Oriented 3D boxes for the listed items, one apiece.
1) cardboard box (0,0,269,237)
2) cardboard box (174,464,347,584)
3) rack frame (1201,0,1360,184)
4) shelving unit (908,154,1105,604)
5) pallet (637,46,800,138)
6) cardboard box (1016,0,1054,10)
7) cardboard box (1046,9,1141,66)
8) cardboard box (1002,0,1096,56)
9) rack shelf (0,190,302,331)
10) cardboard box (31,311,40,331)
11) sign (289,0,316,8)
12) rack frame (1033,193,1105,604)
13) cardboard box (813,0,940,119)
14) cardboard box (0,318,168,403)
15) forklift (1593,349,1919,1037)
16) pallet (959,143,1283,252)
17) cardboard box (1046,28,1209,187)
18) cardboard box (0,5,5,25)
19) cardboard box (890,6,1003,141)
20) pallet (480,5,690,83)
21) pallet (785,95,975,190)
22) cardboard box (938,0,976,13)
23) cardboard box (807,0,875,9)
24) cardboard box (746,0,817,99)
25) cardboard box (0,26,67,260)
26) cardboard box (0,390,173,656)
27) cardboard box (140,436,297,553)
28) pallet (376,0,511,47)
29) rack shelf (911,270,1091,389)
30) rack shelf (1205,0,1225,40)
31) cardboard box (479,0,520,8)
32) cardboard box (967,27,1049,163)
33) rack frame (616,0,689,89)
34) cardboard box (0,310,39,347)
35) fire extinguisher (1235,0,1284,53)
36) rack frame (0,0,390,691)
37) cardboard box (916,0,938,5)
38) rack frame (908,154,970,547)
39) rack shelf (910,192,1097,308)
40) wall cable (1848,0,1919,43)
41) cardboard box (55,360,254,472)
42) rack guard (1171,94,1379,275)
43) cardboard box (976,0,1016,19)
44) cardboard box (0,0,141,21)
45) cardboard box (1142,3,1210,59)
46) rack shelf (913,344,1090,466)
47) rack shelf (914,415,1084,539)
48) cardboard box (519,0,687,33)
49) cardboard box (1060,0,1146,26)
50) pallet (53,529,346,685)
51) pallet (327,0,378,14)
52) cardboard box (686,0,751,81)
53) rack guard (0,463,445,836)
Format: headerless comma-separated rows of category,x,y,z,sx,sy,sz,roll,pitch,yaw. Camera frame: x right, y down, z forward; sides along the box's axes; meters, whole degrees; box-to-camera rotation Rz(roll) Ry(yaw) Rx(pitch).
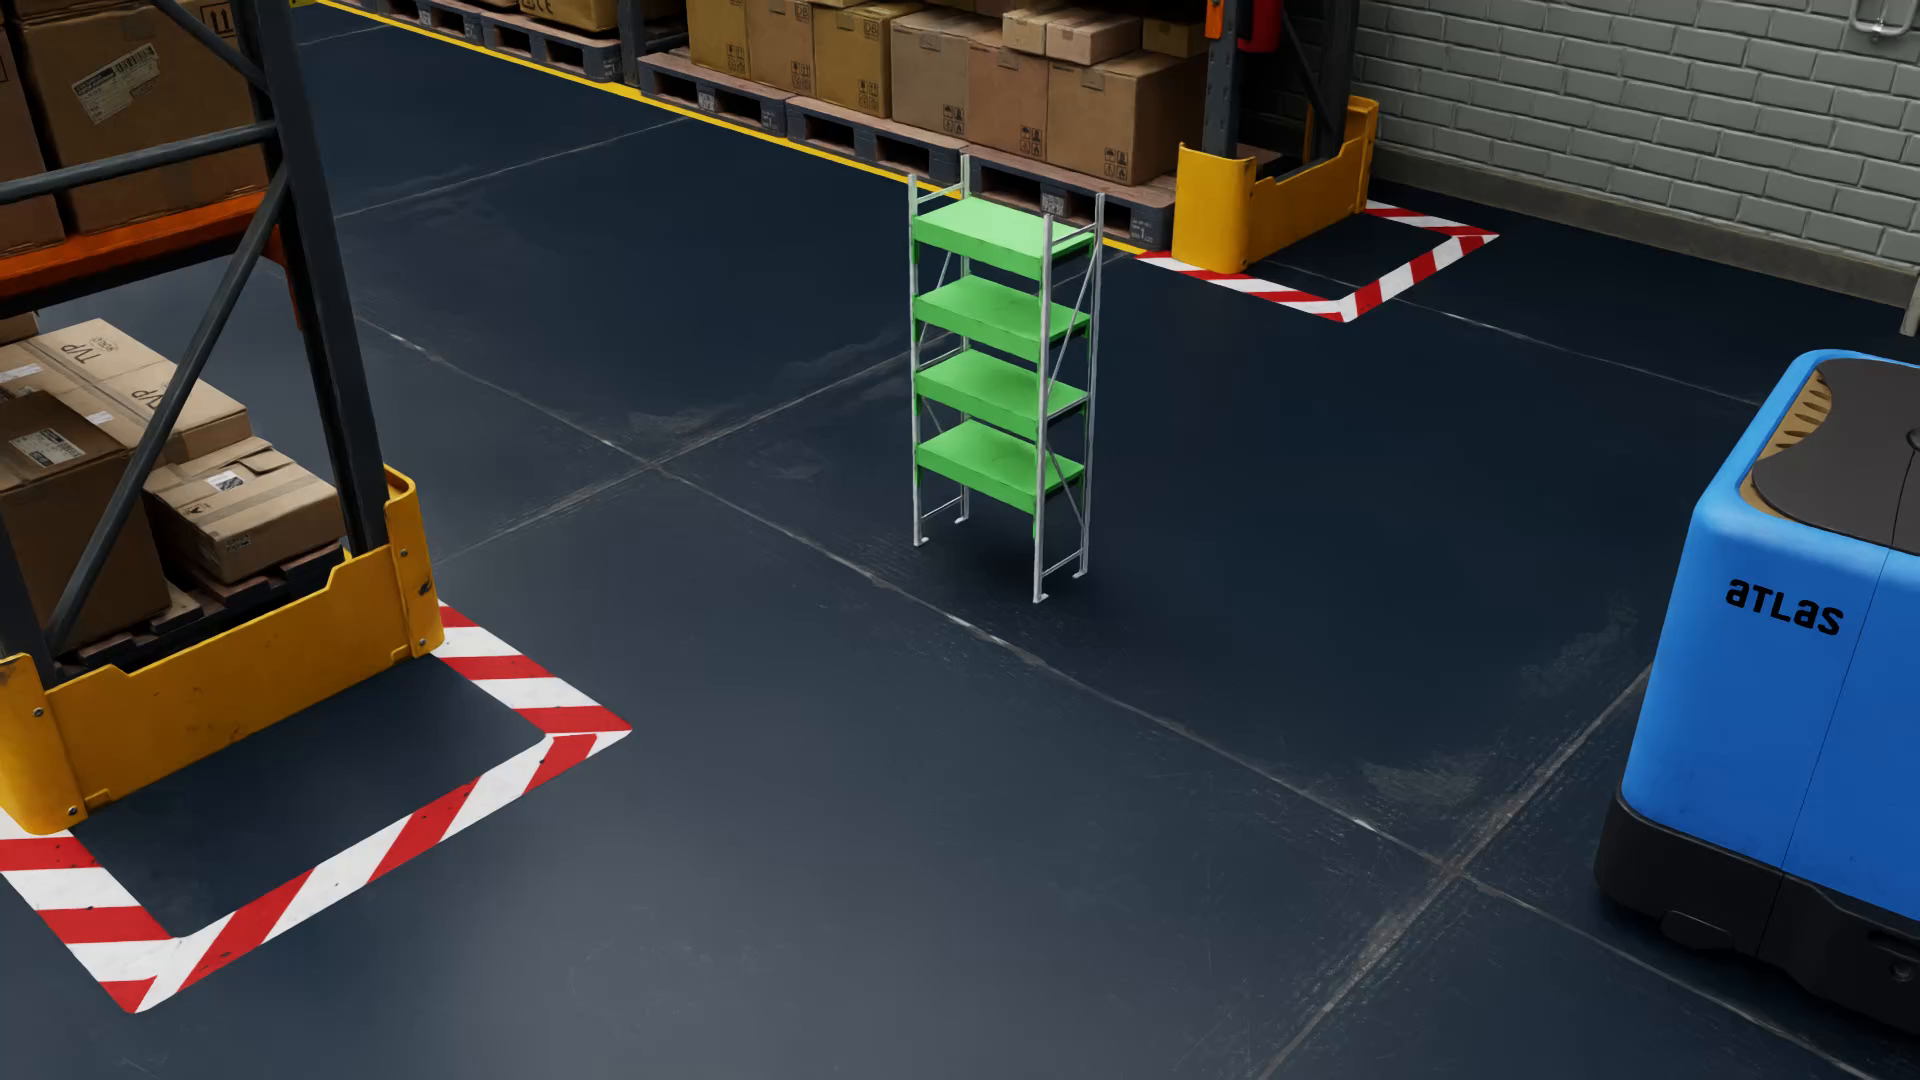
cardboard box,-2.068,-1.105,4.080,0.500,0.500,0.500,26,40,36
cardboard box,-1.996,-0.051,4.764,0.250,0.149,0.380,25,39,35
rack frame,1.405,-2.703,6.832,0.127,3.000,1.000,25,39,35
shelving unit,0.123,-0.457,4.845,0.503,1.200,0.258,25,39,35
pallet,-1.049,-2.600,9.364,1.213,0.211,1.003,25,39,35
cardboard box,0.485,-2.589,8.030,0.250,0.149,0.380,25,39,35
cardboard box,0.602,-2.269,7.498,0.250,0.149,0.380,25,39,35
cardboard box,0.412,-2.357,7.644,0.250,0.149,0.380,26,40,36
rack shelf,-3.399,-1.191,5.018,4.000,0.370,1.077,25,39,35
cardboard box,-3.713,-0.880,5.984,0.500,0.311,0.500,25,39,35
sign,-1.552,-1.386,3.804,0.005,0.325,0.100,25,39,35
rack frame,0.304,-0.372,4.705,0.015,1.200,0.240,25,39,35
cardboard box,-0.326,-2.545,8.585,0.500,0.500,0.700,26,40,36
cardboard box,-2.870,-0.461,5.346,0.500,0.250,0.500,25,39,35
forklift,2.953,-0.166,2.685,3.031,2.935,1.130,20,37,30
pallet,0.760,-1.755,7.961,1.213,0.211,1.003,25,39,35
cardboard box,0.819,-2.016,7.707,0.500,0.500,0.700,25,39,35
cardboard box,-2.431,-1.328,3.481,0.500,0.500,0.500,25,39,35
cardboard box,0.075,-2.363,8.283,0.500,0.500,0.700,24,38,34
pallet,-2.183,-3.131,10.246,1.213,0.211,1.003,25,39,35
pallet,-0.141,-2.177,8.662,1.213,0.211,1.003,25,39,35
cardboard box,0.105,-2.765,8.323,0.250,0.149,0.380,25,39,36
cardboard box,-0.556,-2.807,8.393,0.250,0.149,0.380,24,38,34
cardboard box,-0.705,-2.723,8.882,0.500,0.500,0.700,25,39,35
cardboard box,-2.431,-0.901,3.742,0.500,0.500,0.500,26,40,36
cardboard box,-2.485,-0.019,4.370,0.500,0.500,0.500,25,39,35
cardboard box,-2.181,-0.145,4.903,0.250,0.166,0.380,25,39,35
pallet,-3.092,-3.553,10.948,1.213,0.211,1.003,25,39,35
rack shelf,0.123,-0.608,4.755,0.480,0.148,0.258,25,39,35
rack shelf,-0.078,-3.087,8.167,4.000,0.370,1.077,25,39,35
cardboard box,-2.791,-3.828,10.378,0.750,0.750,0.750,26,40,36
cardboard box,0.448,-2.189,7.995,0.500,0.500,0.700,25,39,35
rack frame,-1.561,-4.087,9.131,0.127,3.000,1.000,25,39,35
cardboard box,-3.485,-0.663,5.436,0.637,0.503,0.797,25,39,35
fire extinguisher,1.207,-2.281,6.568,0.183,0.674,0.296,25,39,35
rack frame,-1.916,-0.808,3.683,0.127,3.000,1.000,25,39,35
cardboard box,-0.083,-2.853,8.469,0.250,0.149,0.380,24,39,34
rack frame,-0.058,-0.541,4.986,0.015,1.200,0.240,25,39,35
rack shelf,0.123,-0.813,4.631,0.480,0.148,0.258,25,39,35
wall cable,2.989,-3.057,6.434,1.851,1.984,0.084,25,39,35
cardboard box,-2.500,-0.288,5.059,0.500,0.250,0.500,25,39,35
rack guard,1.423,-1.624,7.463,0.348,0.500,1.175,25,39,35
cardboard box,0.295,-2.677,8.176,0.250,0.149,0.380,26,39,36
cardboard box,-2.068,-1.533,3.822,0.500,0.500,0.500,26,40,36
cardboard box,1.046,-2.327,7.595,0.250,0.149,0.380,25,39,35
rack shelf,0.123,-0.402,4.878,0.480,0.148,0.258,25,39,35
rack shelf,0.123,-0.196,5.002,0.480,0.148,0.258,25,39,35
cardboard box,-2.130,-3.522,9.869,0.750,0.750,0.750,26,39,36
cardboard box,0.670,-2.502,7.886,0.250,0.149,0.380,25,39,35
pallet,-2.564,0.085,4.904,1.213,0.211,1.003,25,39,35
pallet,-3.992,-3.975,11.649,1.213,0.211,1.003,25,39,35
cardboard box,-1.075,-2.898,9.173,0.500,0.500,0.700,26,39,36
rack guard,-1.972,0.237,4.371,0.348,0.500,1.175,25,39,35
